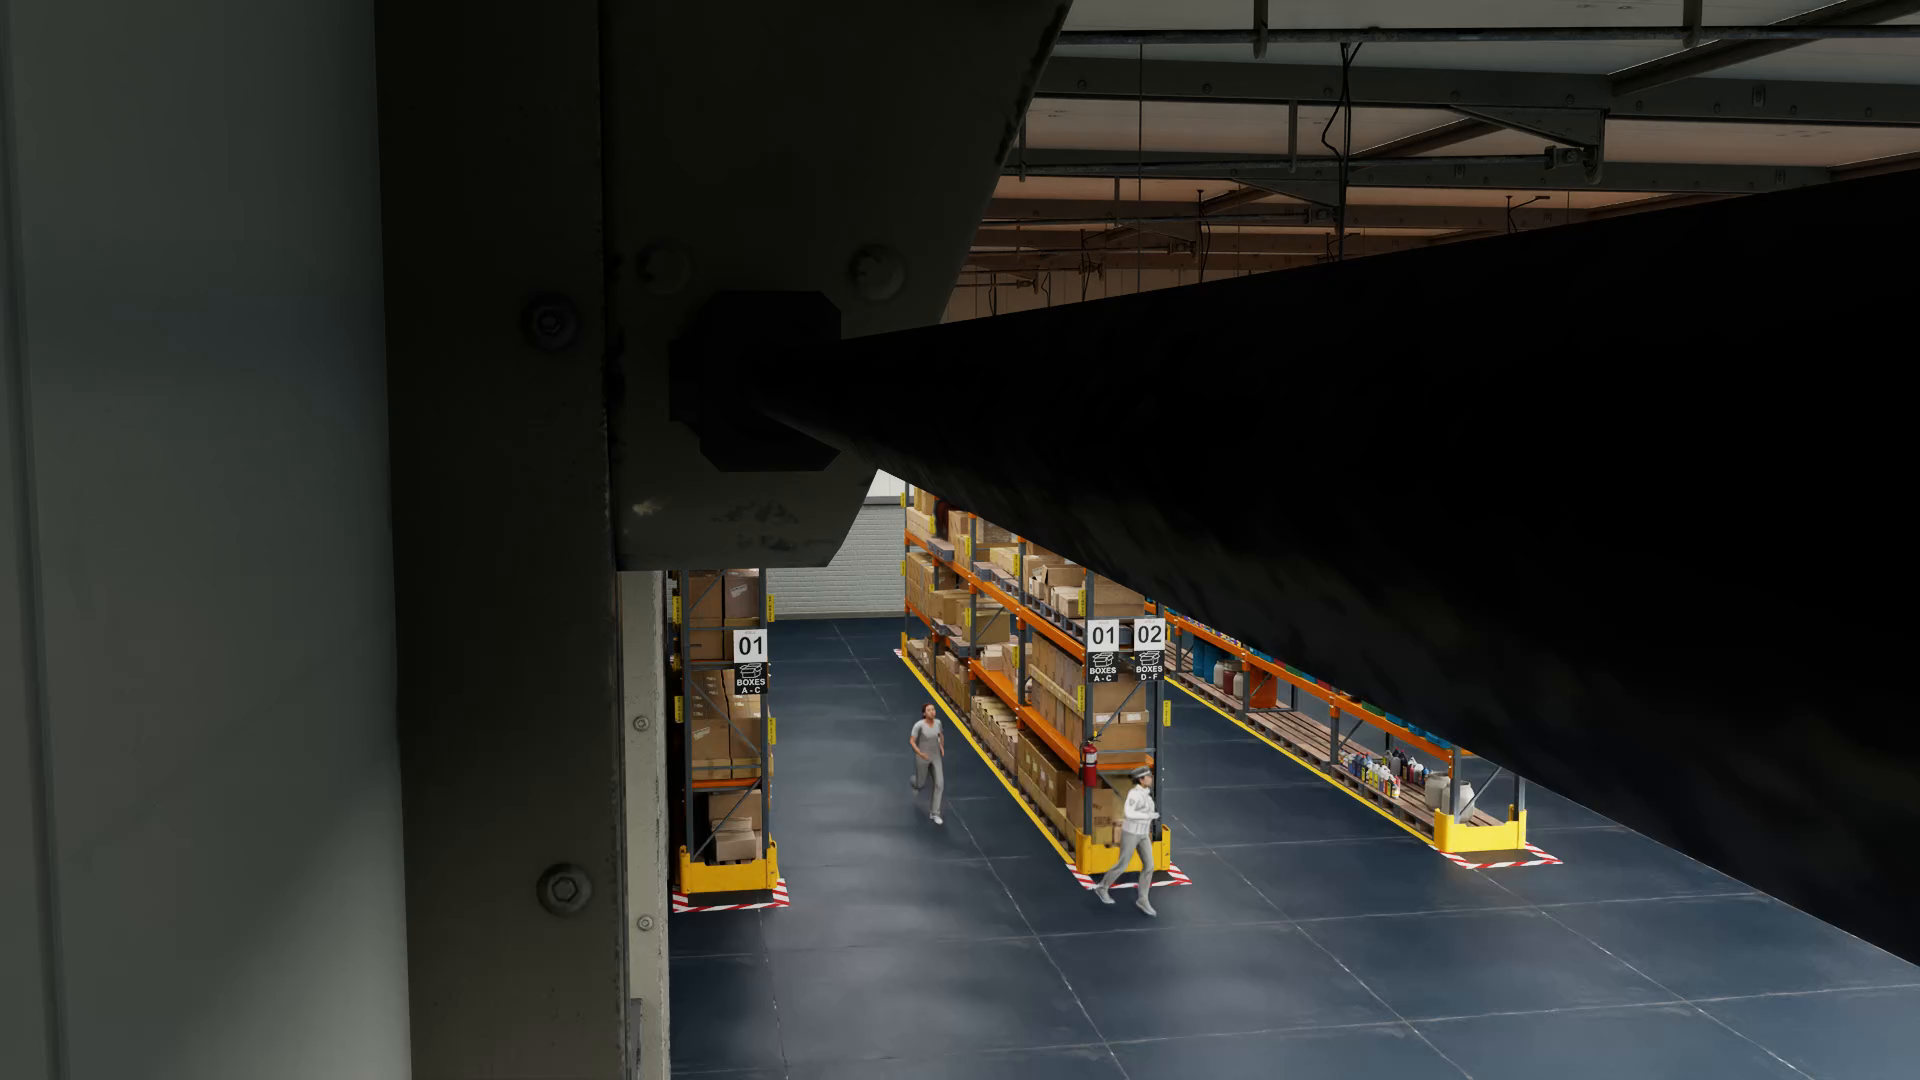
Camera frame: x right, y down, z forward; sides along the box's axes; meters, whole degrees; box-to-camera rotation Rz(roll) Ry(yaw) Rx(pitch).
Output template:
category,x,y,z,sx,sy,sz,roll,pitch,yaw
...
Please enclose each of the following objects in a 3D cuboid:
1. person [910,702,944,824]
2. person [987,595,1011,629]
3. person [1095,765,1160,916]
category,x,y,z,sx,sy,sz,roll,pitch,yaw
person,-0.457,3.105,23.505,0.547,1.652,0.997,-2,6,-19
person,0.908,1.689,37.233,0.753,1.584,0.573,2,6,21
person,2.062,3.478,19.558,0.794,1.702,0.628,4,7,35
